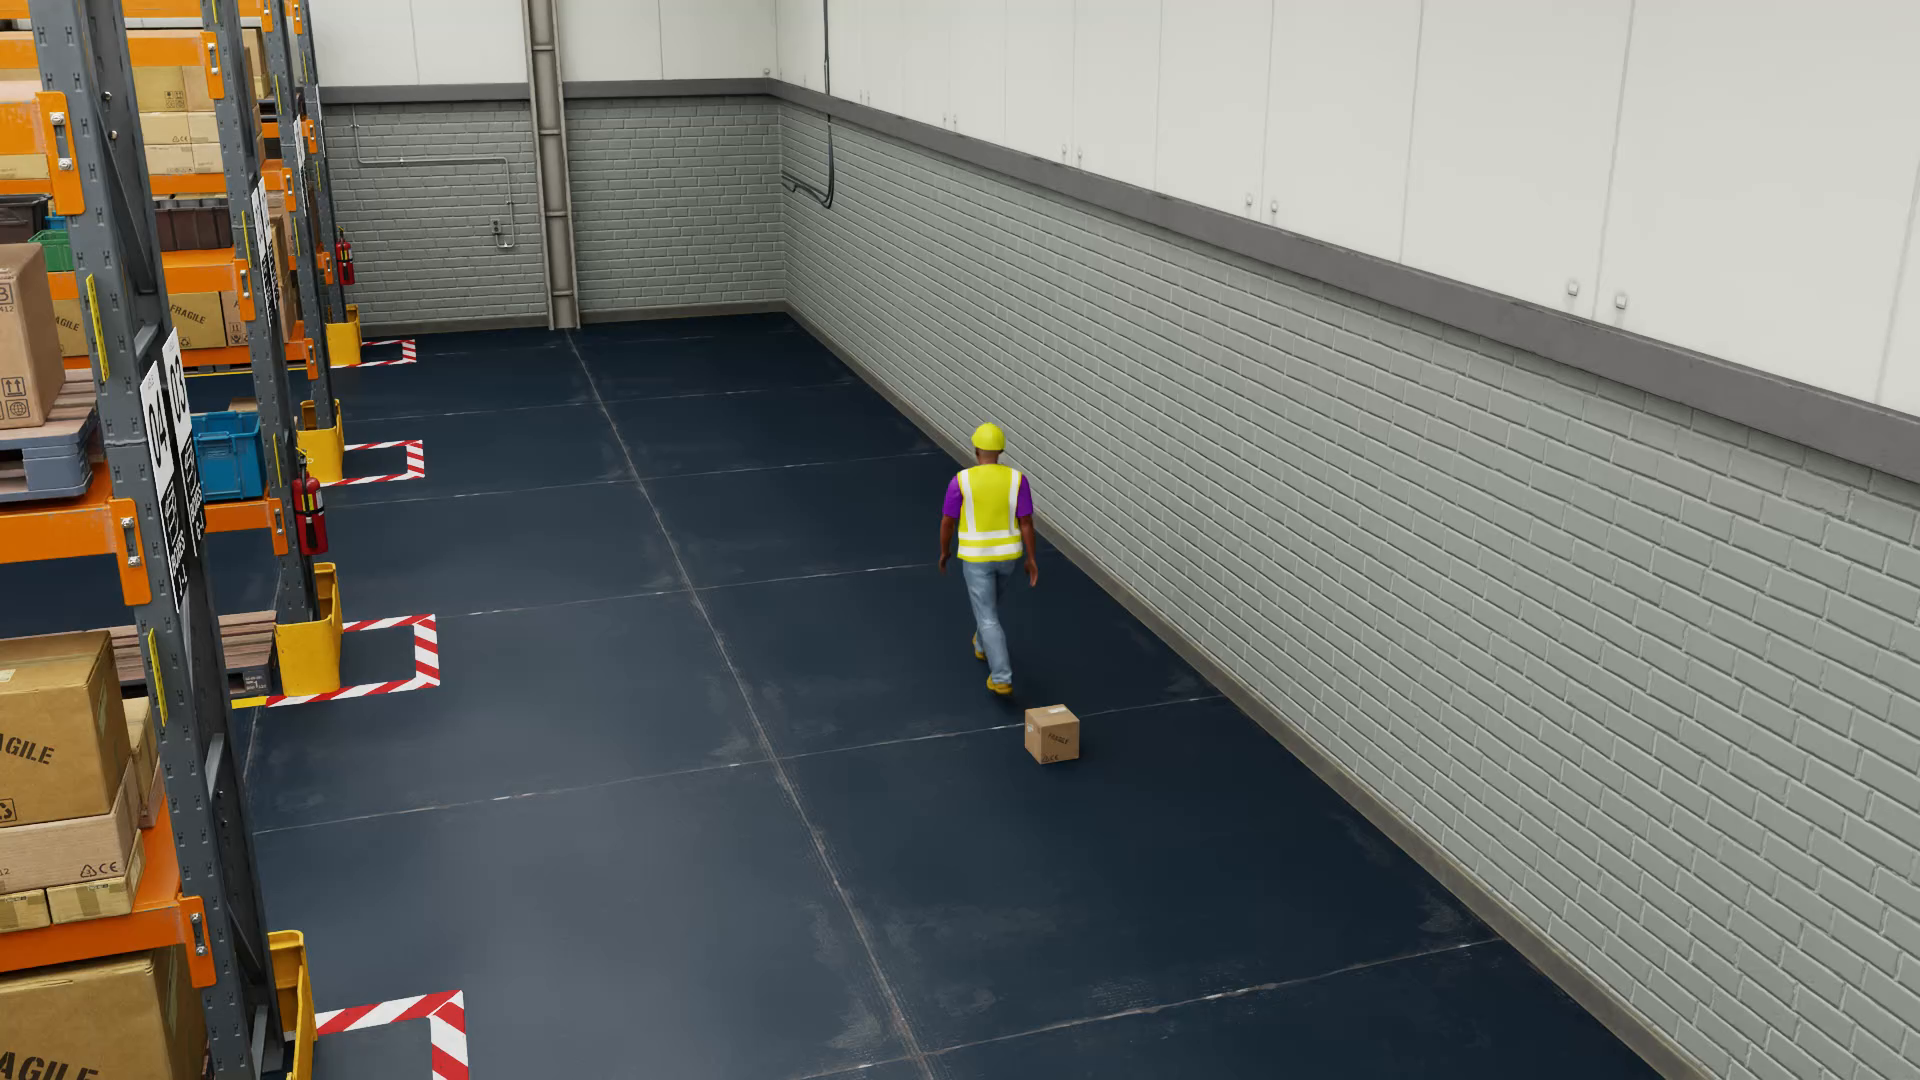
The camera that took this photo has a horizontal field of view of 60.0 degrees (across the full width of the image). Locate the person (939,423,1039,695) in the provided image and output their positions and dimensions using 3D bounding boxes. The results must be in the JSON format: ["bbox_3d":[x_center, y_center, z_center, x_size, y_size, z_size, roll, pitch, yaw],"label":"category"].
[{"bbox_3d":[0.177,0.090,10.808,0.600,1.717,1.073,-6,20,-16],"label":"person"}]
